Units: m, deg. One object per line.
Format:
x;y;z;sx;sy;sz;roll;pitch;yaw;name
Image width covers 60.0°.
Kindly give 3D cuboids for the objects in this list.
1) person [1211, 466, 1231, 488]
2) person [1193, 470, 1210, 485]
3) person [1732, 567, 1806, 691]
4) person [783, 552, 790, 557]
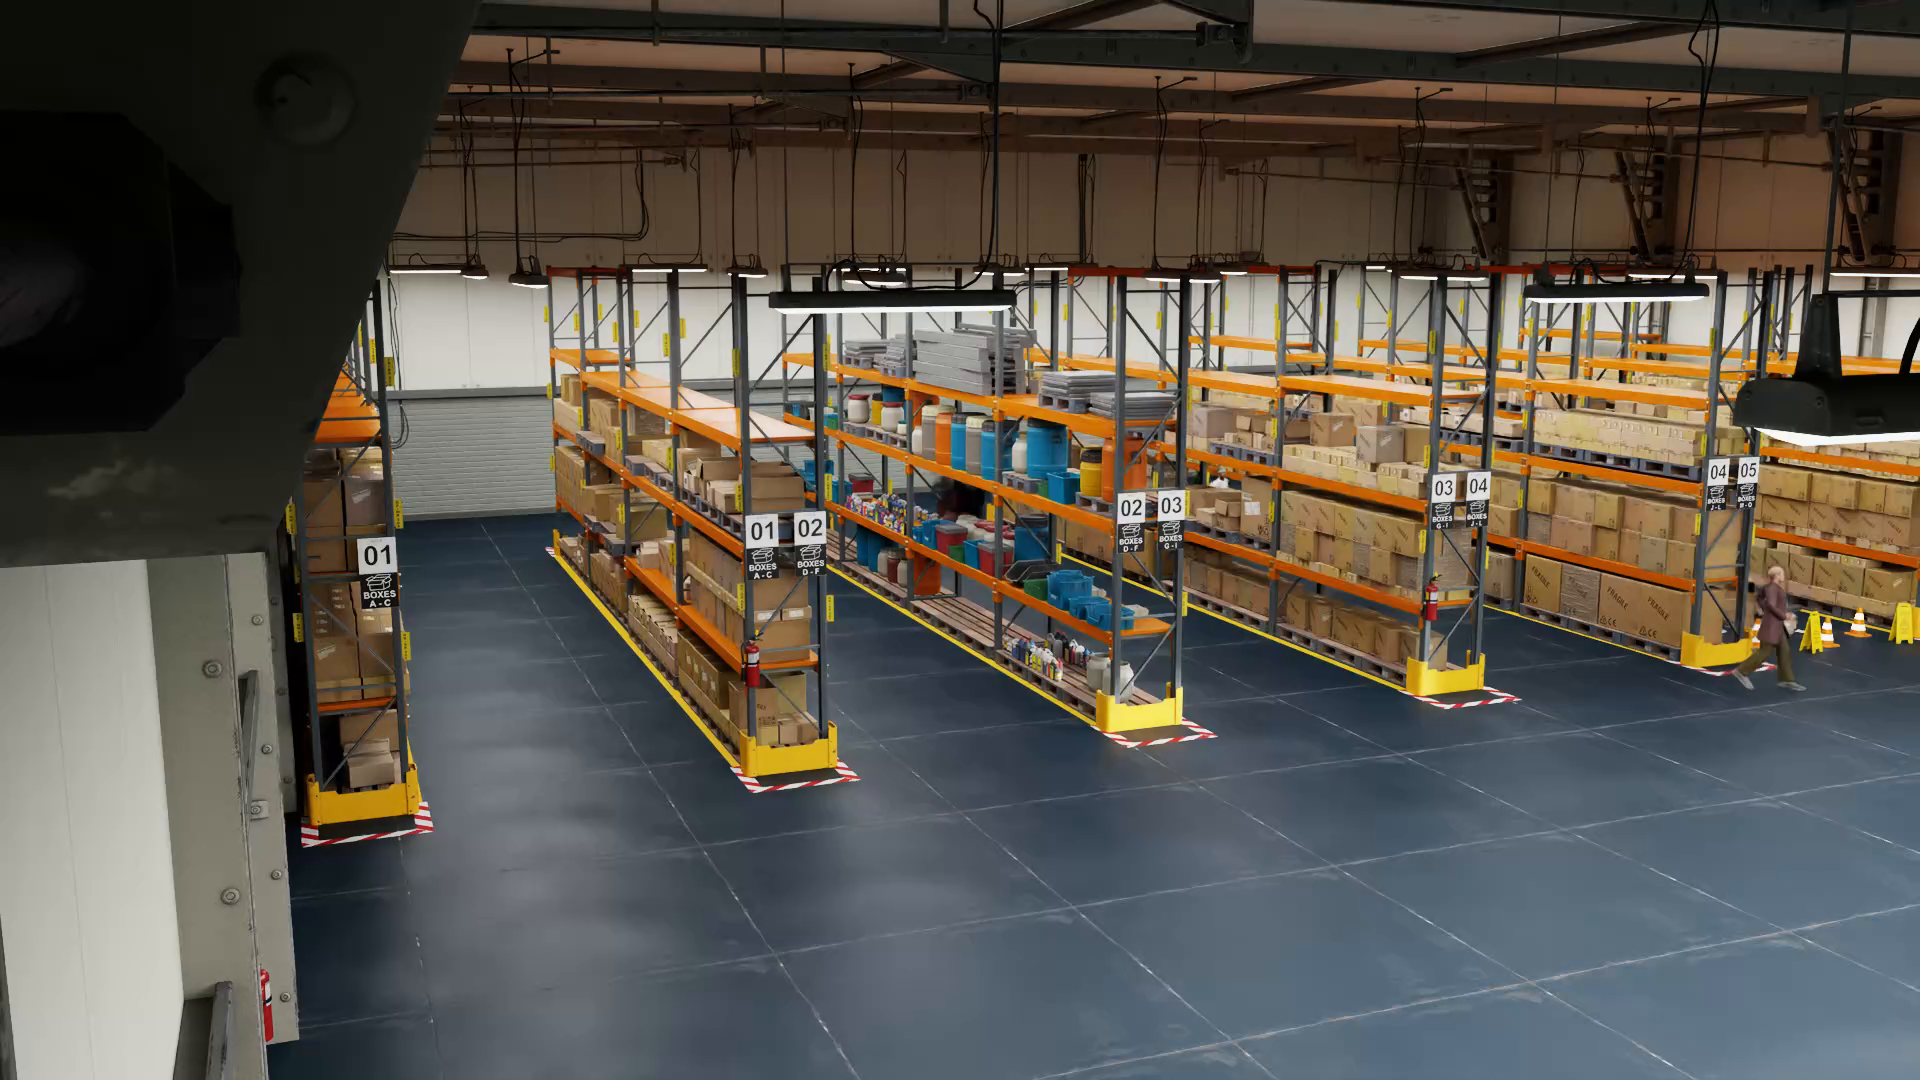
5.749;-0.782;36.321;0.633;1.669;0.522;-5;11;-27;person
6.073;-1.751;41.685;0.481;1.732;0.731;6;11;30;person
11.819;1.264;24.179;0.993;1.765;0.773;5;11;25;person
-3.315;-0.012;30.027;0.713;1.748;0.687;-6;11;-30;person
